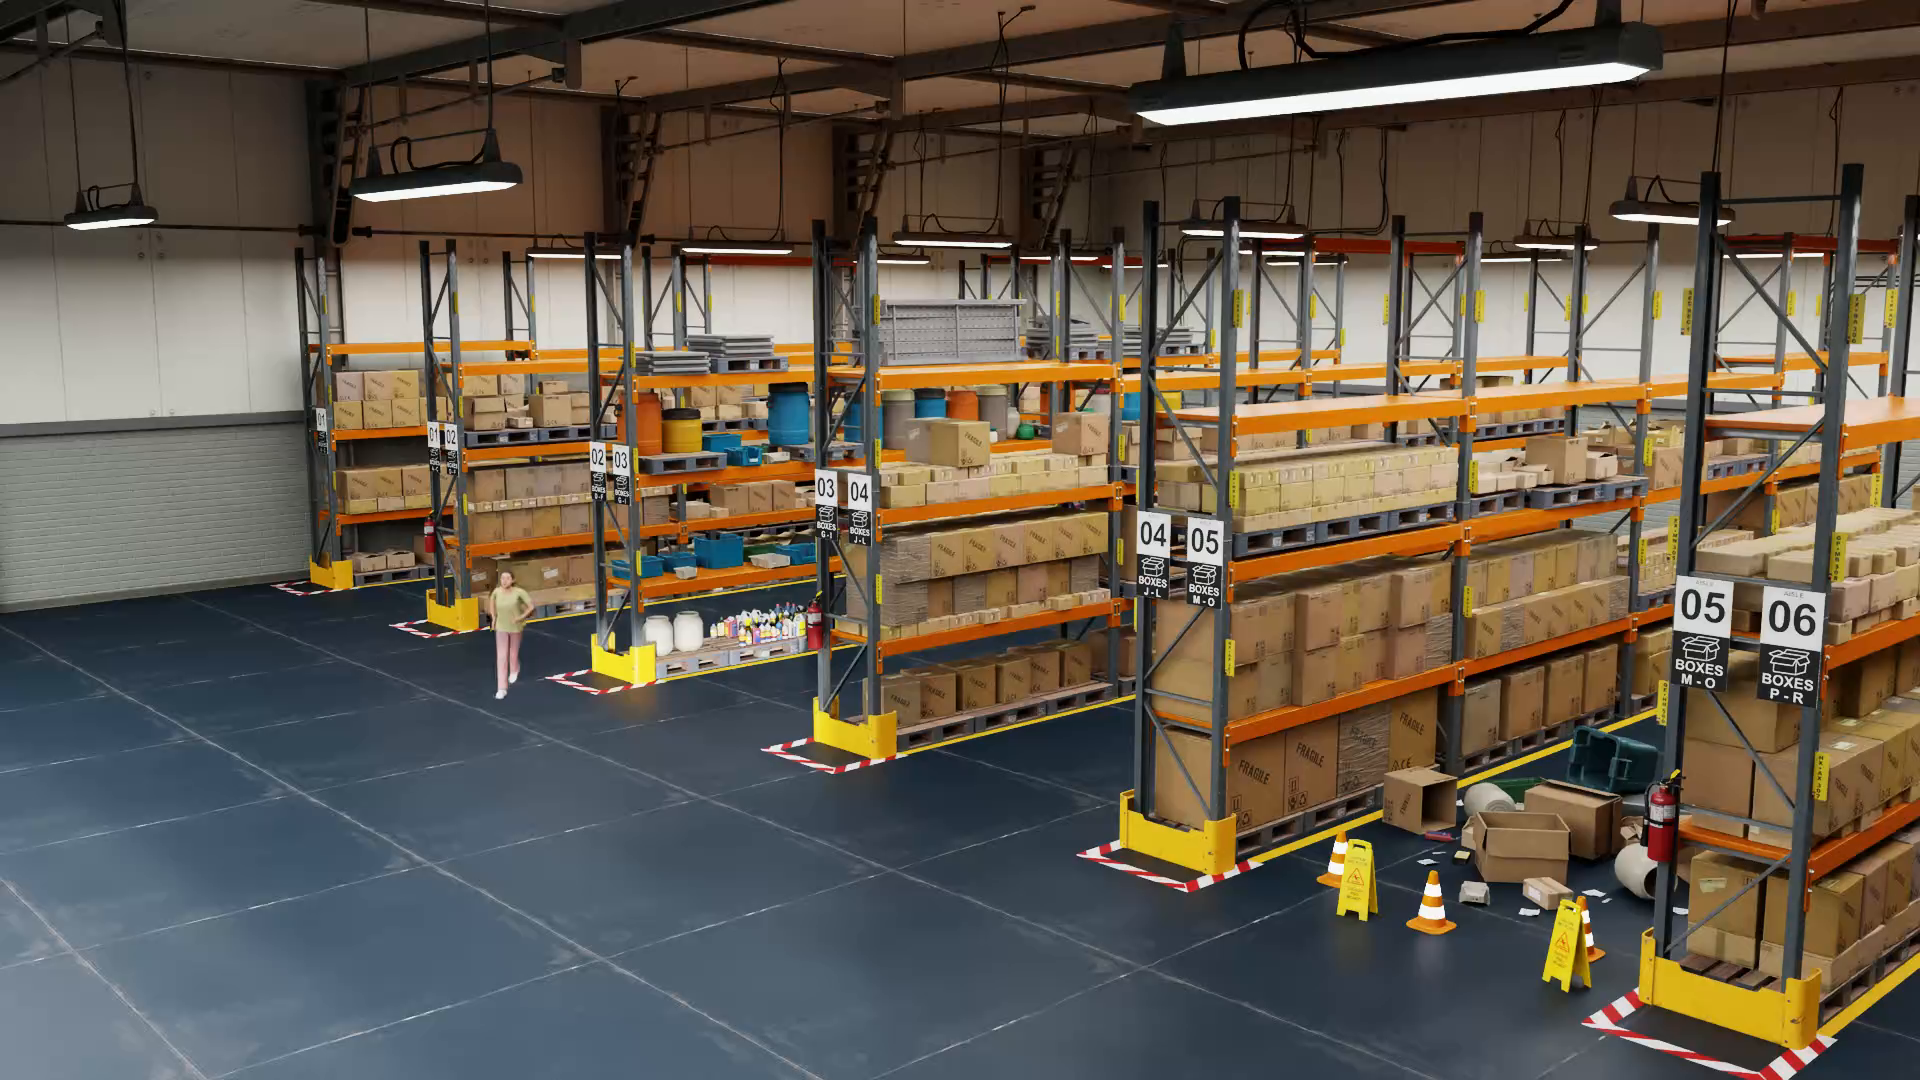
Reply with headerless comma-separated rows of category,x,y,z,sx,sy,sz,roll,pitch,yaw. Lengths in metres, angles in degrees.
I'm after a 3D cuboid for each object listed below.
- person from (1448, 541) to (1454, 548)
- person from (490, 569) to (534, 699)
person,7.123,0.783,24.128,0.652,1.729,0.569,6,11,37
person,-5.819,1.173,21.613,0.584,1.640,0.914,0,8,-3
